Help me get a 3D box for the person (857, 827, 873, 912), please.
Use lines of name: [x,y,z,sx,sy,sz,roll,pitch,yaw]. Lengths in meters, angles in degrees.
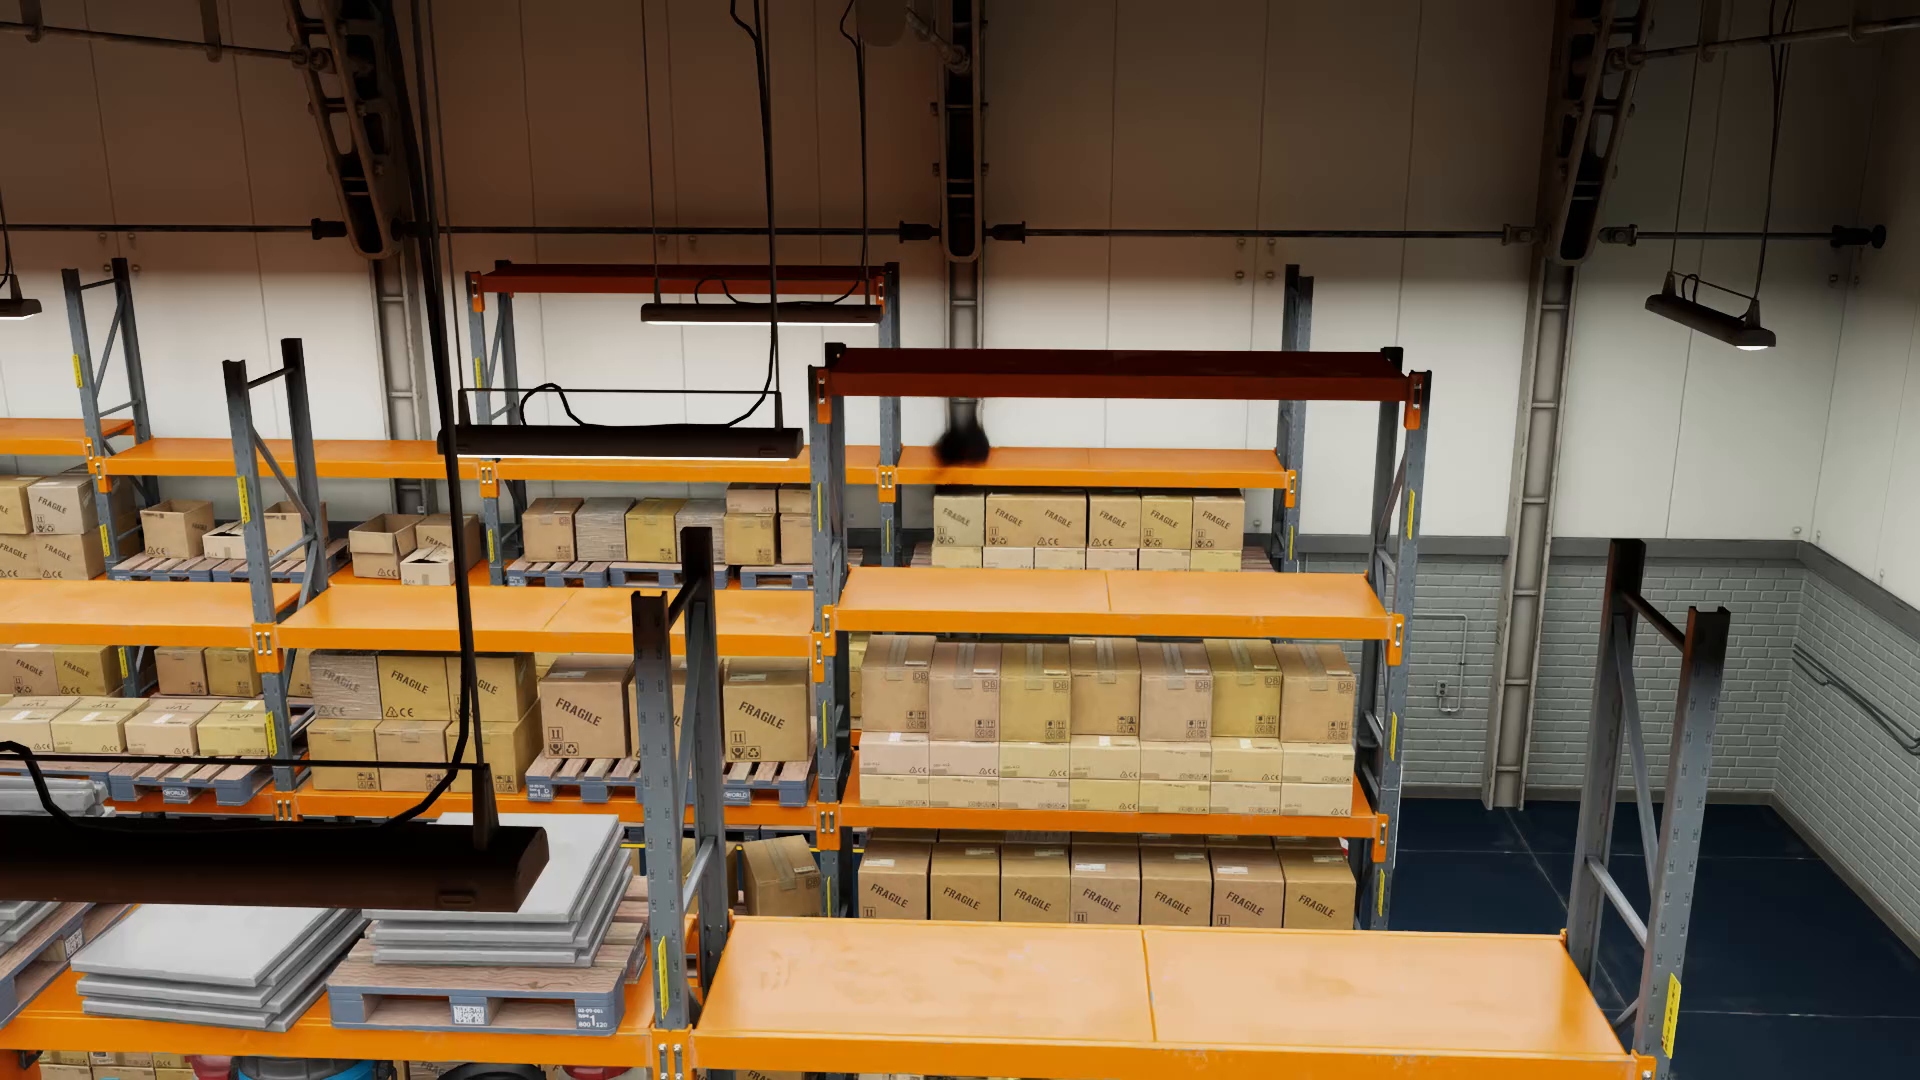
person: [-0.595,3.185,14.592,0.639,1.742,0.674,-3,16,-10]
